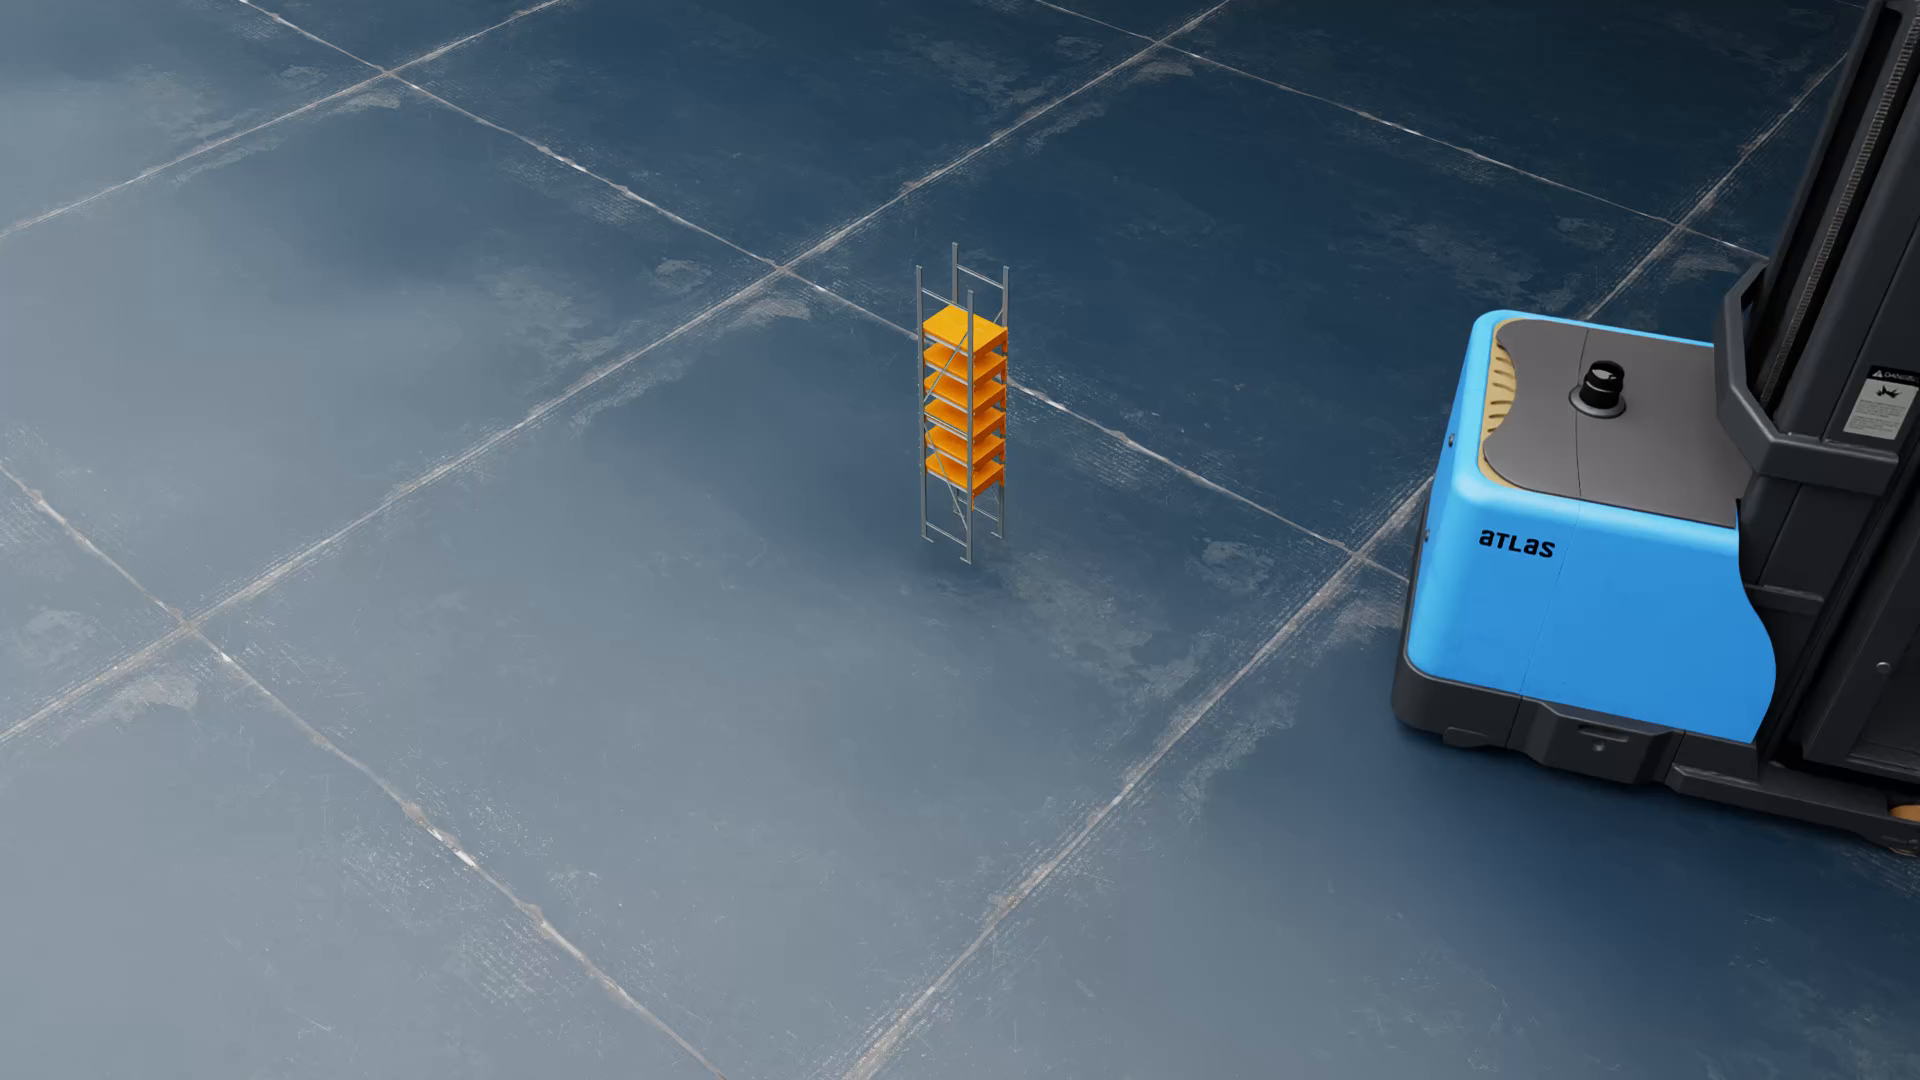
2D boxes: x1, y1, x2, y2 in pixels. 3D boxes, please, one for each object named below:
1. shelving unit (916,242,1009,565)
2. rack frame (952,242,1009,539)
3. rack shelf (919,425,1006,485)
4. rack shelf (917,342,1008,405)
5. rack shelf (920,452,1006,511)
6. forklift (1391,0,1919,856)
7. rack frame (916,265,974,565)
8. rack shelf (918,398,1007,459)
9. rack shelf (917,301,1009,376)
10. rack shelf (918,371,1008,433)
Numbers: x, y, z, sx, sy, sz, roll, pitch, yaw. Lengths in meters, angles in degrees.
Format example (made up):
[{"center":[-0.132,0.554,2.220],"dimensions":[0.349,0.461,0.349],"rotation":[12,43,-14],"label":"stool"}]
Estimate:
[{"center":[0.009,-0.451,5.855],"dimensions":[0.258,1.200,0.189],"rotation":[29,50,28],"label":"shelving unit"},{"center":[0.068,-0.499,5.906],"dimensions":[0.240,1.200,0.006],"rotation":[29,50,28],"label":"rack frame"},{"center":[0.009,-0.330,5.965],"dimensions":[0.258,0.103,0.180],"rotation":[29,50,28],"label":"rack shelf"},{"center":[0.009,-0.596,5.723],"dimensions":[0.258,0.103,0.180],"rotation":[29,50,28],"label":"rack shelf"},{"center":[0.009,-0.241,6.046],"dimensions":[0.258,0.103,0.180],"rotation":[29,50,28],"label":"rack shelf"},{"center":[3.010,-0.467,4.585],"dimensions":[3.031,2.935,1.130],"rotation":[12,44,13],"label":"forklift"},{"center":[-0.050,-0.404,5.803],"dimensions":[0.240,1.200,0.006],"rotation":[29,50,28],"label":"rack frame"},{"center":[0.009,-0.419,5.884],"dimensions":[0.258,0.103,0.180],"rotation":[29,50,28],"label":"rack shelf"},{"center":[0.009,-0.685,5.642],"dimensions":[0.258,0.103,0.180],"rotation":[29,50,28],"label":"rack shelf"},{"center":[0.009,-0.507,5.804],"dimensions":[0.258,0.103,0.180],"rotation":[29,50,28],"label":"rack shelf"}]
